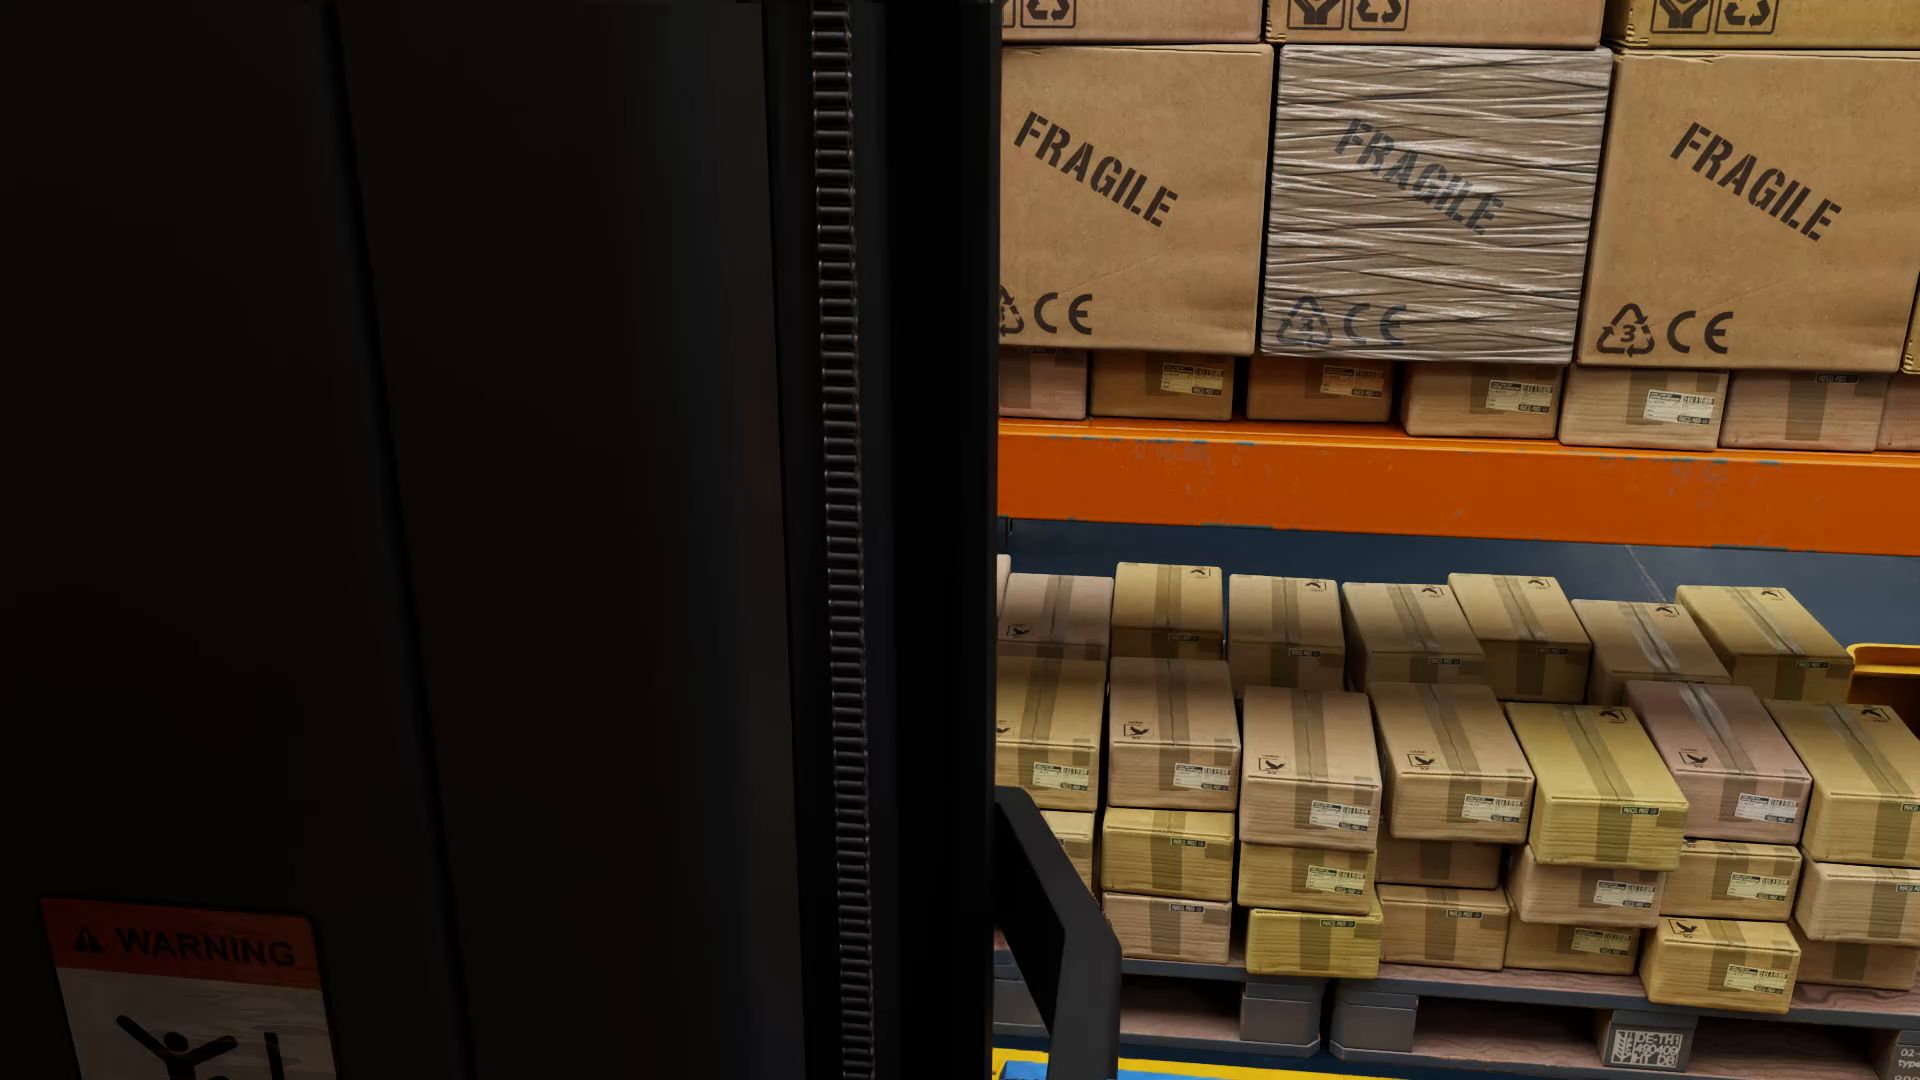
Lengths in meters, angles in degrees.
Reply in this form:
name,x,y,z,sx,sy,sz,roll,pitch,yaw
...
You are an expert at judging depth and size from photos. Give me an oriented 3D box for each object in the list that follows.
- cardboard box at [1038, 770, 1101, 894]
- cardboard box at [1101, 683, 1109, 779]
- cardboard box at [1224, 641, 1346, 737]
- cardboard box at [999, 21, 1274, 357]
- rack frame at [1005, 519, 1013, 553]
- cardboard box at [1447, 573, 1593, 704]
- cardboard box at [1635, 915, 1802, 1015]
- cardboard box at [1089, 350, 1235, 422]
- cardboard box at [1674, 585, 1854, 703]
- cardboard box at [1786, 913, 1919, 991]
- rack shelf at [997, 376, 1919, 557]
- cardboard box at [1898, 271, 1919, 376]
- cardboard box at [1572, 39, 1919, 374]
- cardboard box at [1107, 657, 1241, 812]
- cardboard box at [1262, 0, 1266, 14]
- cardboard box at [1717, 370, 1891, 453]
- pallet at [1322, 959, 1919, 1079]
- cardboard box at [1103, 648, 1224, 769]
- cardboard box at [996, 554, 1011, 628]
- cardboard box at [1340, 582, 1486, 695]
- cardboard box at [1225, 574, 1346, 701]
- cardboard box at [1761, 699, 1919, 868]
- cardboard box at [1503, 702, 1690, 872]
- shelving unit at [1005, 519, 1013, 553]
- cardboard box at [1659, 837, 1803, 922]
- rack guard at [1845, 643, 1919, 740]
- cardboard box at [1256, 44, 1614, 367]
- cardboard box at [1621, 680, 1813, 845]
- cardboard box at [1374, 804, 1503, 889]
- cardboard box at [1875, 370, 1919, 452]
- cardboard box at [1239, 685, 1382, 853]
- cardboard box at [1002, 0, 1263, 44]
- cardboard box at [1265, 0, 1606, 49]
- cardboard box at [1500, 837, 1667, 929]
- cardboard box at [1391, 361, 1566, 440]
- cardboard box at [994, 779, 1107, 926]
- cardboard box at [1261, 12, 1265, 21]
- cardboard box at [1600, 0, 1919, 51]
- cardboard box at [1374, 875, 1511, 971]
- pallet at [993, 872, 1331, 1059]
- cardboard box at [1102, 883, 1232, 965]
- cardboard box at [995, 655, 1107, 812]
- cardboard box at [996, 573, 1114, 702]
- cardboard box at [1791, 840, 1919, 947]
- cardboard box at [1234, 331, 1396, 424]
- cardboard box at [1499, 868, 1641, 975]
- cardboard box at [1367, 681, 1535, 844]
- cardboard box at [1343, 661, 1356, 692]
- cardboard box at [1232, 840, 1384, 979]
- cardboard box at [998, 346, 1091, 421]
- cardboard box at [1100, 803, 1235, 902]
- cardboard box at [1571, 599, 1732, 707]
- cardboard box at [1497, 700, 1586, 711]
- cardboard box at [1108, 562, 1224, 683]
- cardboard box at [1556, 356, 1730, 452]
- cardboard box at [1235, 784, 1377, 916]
name,x,y,z,sx,sy,sz,roll,pitch,yaw
cardboard box,0.151,0.552,3.365,0.250,0.149,0.380,3,22,7
cardboard box,0.249,0.467,3.985,0.250,0.149,0.380,3,22,6
cardboard box,0.744,0.375,3.812,0.250,0.149,0.380,1,22,4
cardboard box,0.283,-0.640,2.939,0.500,0.500,0.500,4,22,9
rack frame,0.174,-0.481,5.728,0.008,1.050,0.200,2,22,6
cardboard box,1.266,0.219,3.802,0.250,0.149,0.380,2,22,6
cardboard box,1.455,0.748,3.275,0.250,0.149,0.380,3,22,8
cardboard box,0.378,-0.350,3.086,0.250,0.149,0.380,3,22,7
cardboard box,1.789,0.245,3.737,0.250,0.149,0.380,2,22,4
cardboard box,1.722,0.722,3.341,0.250,0.149,0.380,3,22,7
rack shelf,0.283,-0.214,3.380,4.000,0.370,1.077,2,22,6
cardboard box,1.793,-0.572,2.767,0.500,0.500,0.500,3,22,7
cardboard box,1.282,-0.597,2.828,0.500,0.500,0.500,2,22,5
cardboard box,0.427,0.387,3.378,0.250,0.149,0.380,2,22,4
cardboard box,0.839,-1.278,3.193,0.500,0.500,0.500,2,22,5
cardboard box,1.419,-0.286,2.925,0.250,0.149,0.380,2,22,6
pallet,1.391,0.783,3.671,1.213,0.211,1.003,2,22,6
cardboard box,0.470,0.379,3.804,0.250,0.149,0.380,4,22,9
cardboard box,-0.015,0.169,3.930,0.250,0.149,0.380,2,22,4
cardboard box,1.010,0.239,3.753,0.250,0.149,0.380,1,22,4
cardboard box,0.736,0.223,3.792,0.250,0.149,0.380,3,22,8
cardboard box,1.714,0.461,3.190,0.250,0.149,0.380,3,22,7
cardboard box,1.199,0.465,3.182,0.250,0.149,0.380,2,22,5
shelving unit,0.053,-0.486,5.741,0.252,1.050,0.215,2,22,6
cardboard box,1.459,0.581,3.293,0.250,0.149,0.380,2,22,5
rack guard,2.194,0.697,3.497,0.348,0.500,1.175,2,22,6
cardboard box,0.777,-0.615,2.875,0.500,0.500,0.500,3,22,6
cardboard box,1.471,0.430,3.271,0.250,0.149,0.380,3,22,7
cardboard box,0.941,0.540,3.395,0.250,0.149,0.380,2,22,6
cardboard box,1.670,-0.281,2.911,0.250,0.149,0.380,2,22,6
cardboard box,0.676,0.439,3.246,0.250,0.149,0.380,3,22,8
cardboard box,0.239,-1.104,2.751,0.500,0.500,0.500,2,22,4
cardboard box,0.765,-1.082,2.696,0.500,0.500,0.500,4,22,9
cardboard box,1.195,0.590,3.270,0.250,0.149,0.380,2,22,4
cardboard box,0.905,-0.311,2.987,0.250,0.149,0.380,2,22,4
cardboard box,0.184,0.653,3.514,0.250,0.149,0.380,3,22,8
cardboard box,0.837,-0.807,3.360,0.500,0.500,0.500,3,22,7
cardboard box,1.283,-1.063,2.648,0.500,0.500,0.500,2,22,4
cardboard box,0.956,0.699,3.399,0.250,0.149,0.380,3,22,7
pallet,0.183,0.730,3.807,1.213,0.211,1.003,2,22,6
cardboard box,0.426,0.692,3.417,0.250,0.149,0.380,3,22,7
cardboard box,0.164,0.386,3.380,0.250,0.149,0.380,3,22,7
cardboard box,0.219,0.219,3.802,0.250,0.149,0.380,3,22,6
cardboard box,1.712,0.611,3.215,0.250,0.149,0.380,2,22,5
cardboard box,0.644,-0.344,3.072,0.250,0.149,0.380,2,22,4
cardboard box,1.203,0.705,3.384,0.250,0.149,0.380,2,22,6
cardboard box,0.949,0.430,3.269,0.250,0.149,0.380,2,22,4
cardboard box,1.019,0.352,3.871,0.250,0.149,0.380,3,22,8
cardboard box,0.695,0.711,3.369,0.250,0.149,0.380,2,22,4
cardboard box,0.125,-0.353,3.094,0.250,0.149,0.380,3,22,8
cardboard box,0.427,0.554,3.360,0.250,0.149,0.380,4,22,9
cardboard box,1.501,0.277,3.656,0.250,0.149,0.380,3,22,7
cardboard box,1.261,0.403,3.742,0.250,0.149,0.380,3,22,7
cardboard box,0.480,0.195,3.863,0.250,0.149,0.380,3,22,7
cardboard box,1.163,-0.288,2.931,0.250,0.149,0.380,3,22,8
cardboard box,0.680,0.572,3.315,0.250,0.149,0.380,3,22,7
